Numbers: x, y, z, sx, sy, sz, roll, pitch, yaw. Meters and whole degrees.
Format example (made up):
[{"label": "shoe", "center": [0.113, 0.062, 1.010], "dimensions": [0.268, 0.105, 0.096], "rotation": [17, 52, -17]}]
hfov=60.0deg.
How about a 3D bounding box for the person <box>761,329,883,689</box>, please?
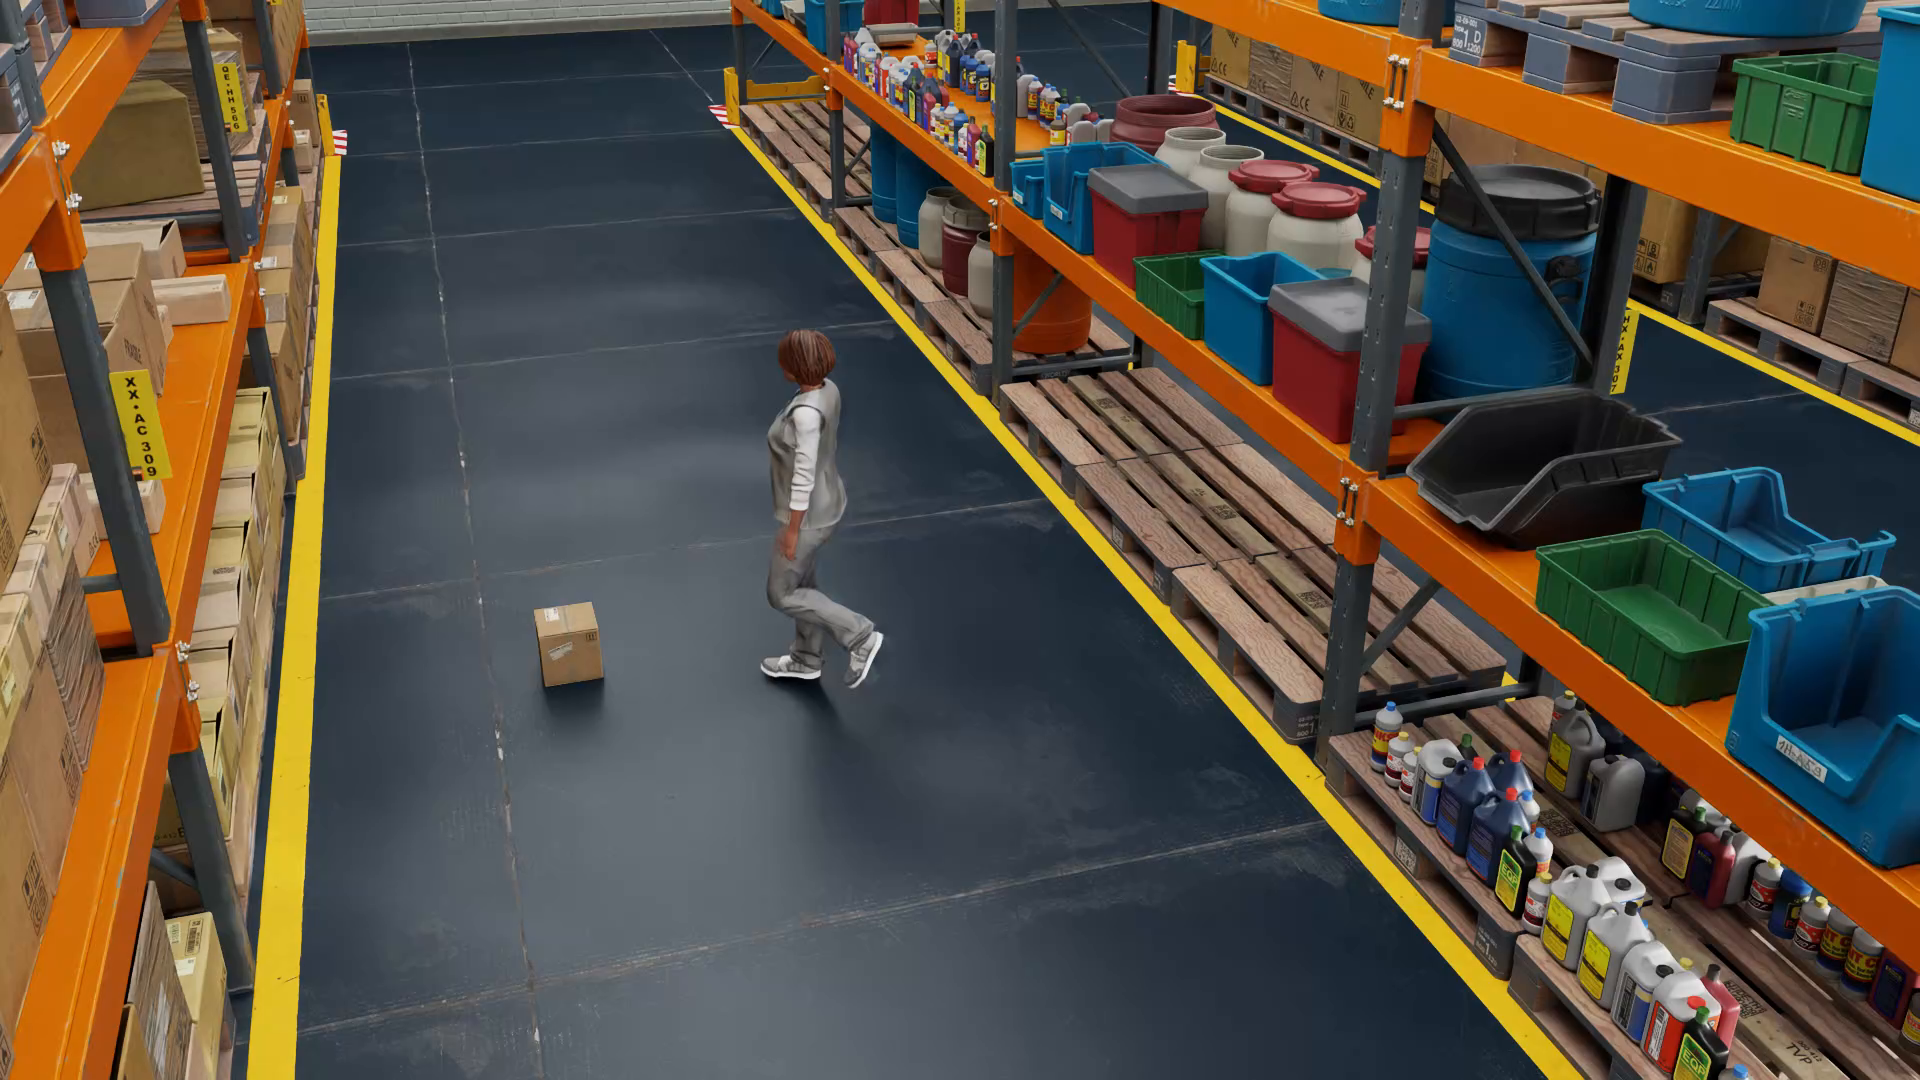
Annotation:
[{"label": "person", "center": [-0.594, -0.108, 6.804], "dimensions": [0.557, 1.589, 0.439], "rotation": [3, 27, 7]}]
